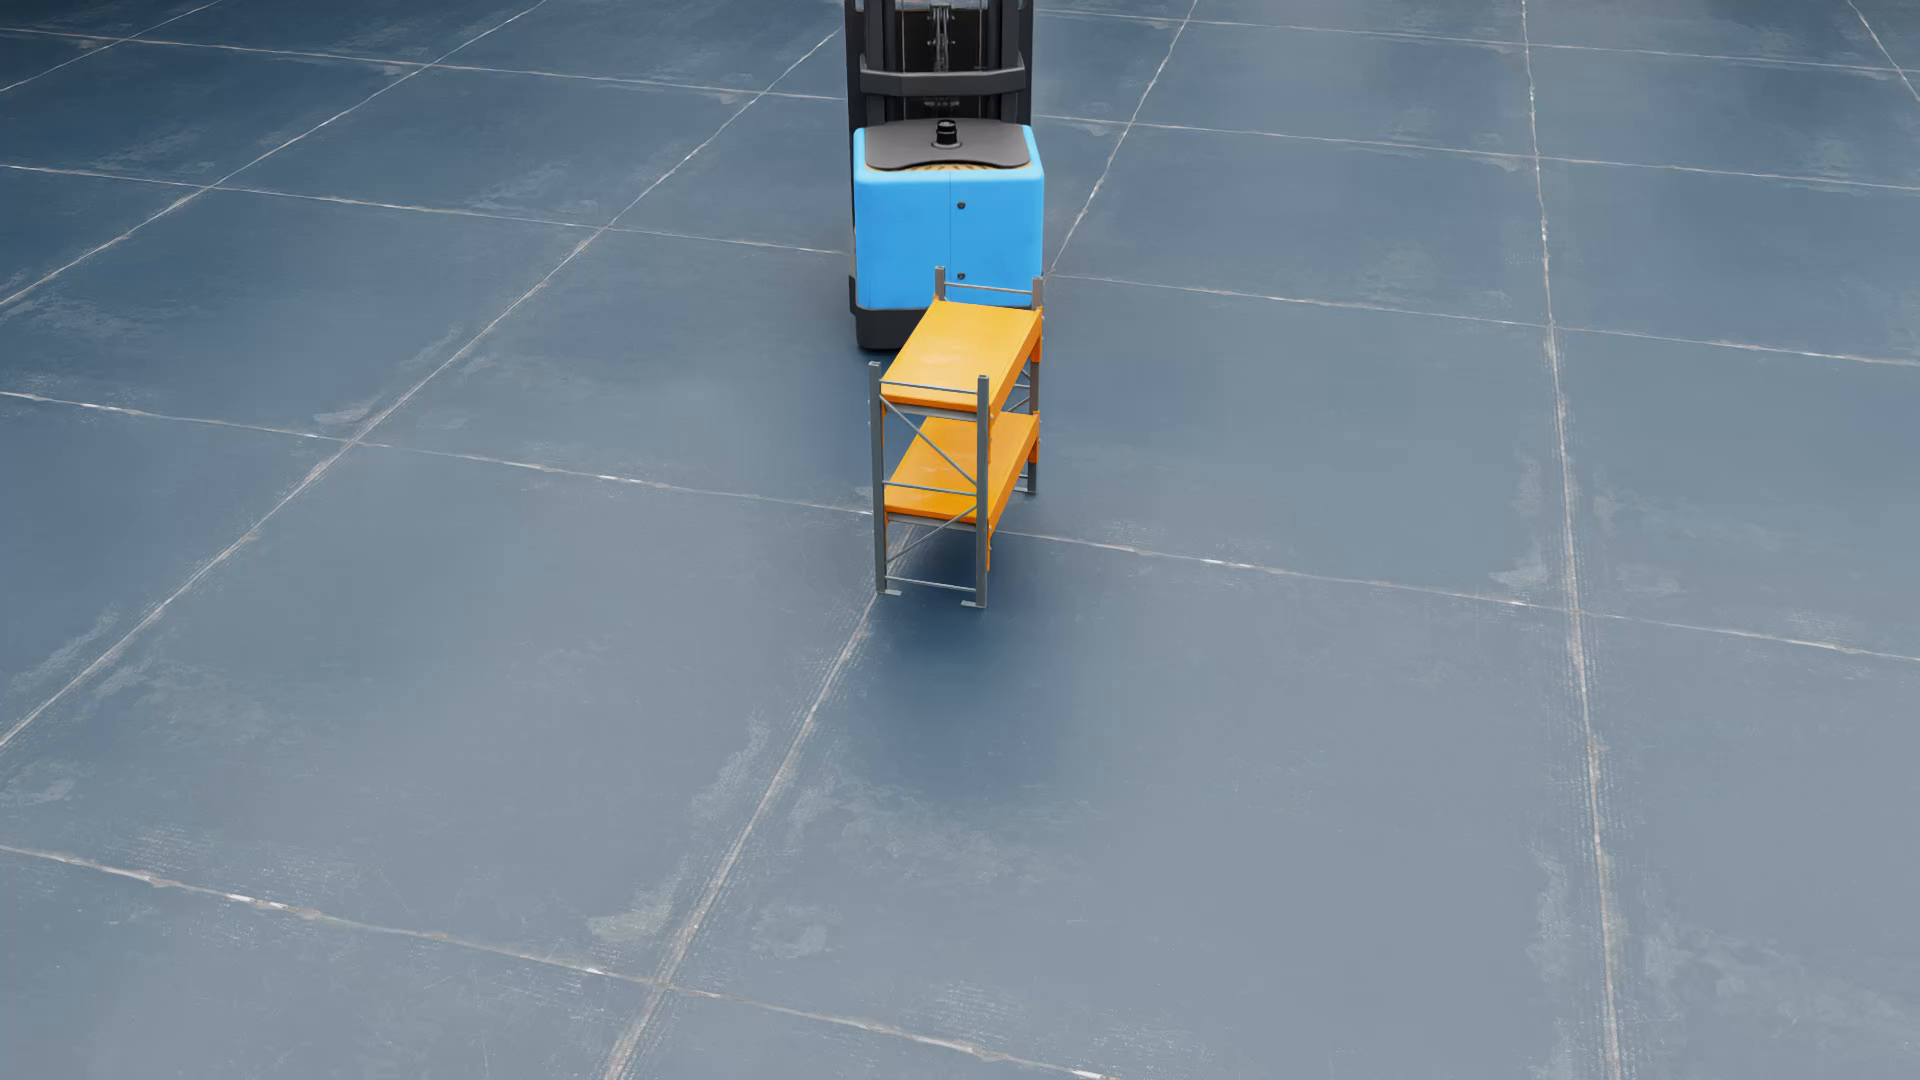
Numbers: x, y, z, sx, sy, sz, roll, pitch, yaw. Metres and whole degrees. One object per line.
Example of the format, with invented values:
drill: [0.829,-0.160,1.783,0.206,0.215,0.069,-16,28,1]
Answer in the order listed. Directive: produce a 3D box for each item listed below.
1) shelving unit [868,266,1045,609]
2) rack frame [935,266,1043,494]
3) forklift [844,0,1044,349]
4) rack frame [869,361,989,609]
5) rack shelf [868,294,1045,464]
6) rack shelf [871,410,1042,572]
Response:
shelving unit: [0.002,-0.478,7.454,0.538,1.125,1.048,8,33,12]
rack frame: [0.131,-0.742,7.869,0.500,1.125,0.032,8,33,12]
forklift: [-0.136,-3.067,9.842,1.130,2.935,3.031,-2,32,-3]
rack frame: [-0.127,-0.214,7.039,0.500,1.125,0.032,8,33,12]
rack shelf: [0.002,-0.725,7.297,0.538,0.278,1.000,8,33,12]
rack shelf: [0.002,-0.272,7.585,0.538,0.278,1.000,8,33,12]
